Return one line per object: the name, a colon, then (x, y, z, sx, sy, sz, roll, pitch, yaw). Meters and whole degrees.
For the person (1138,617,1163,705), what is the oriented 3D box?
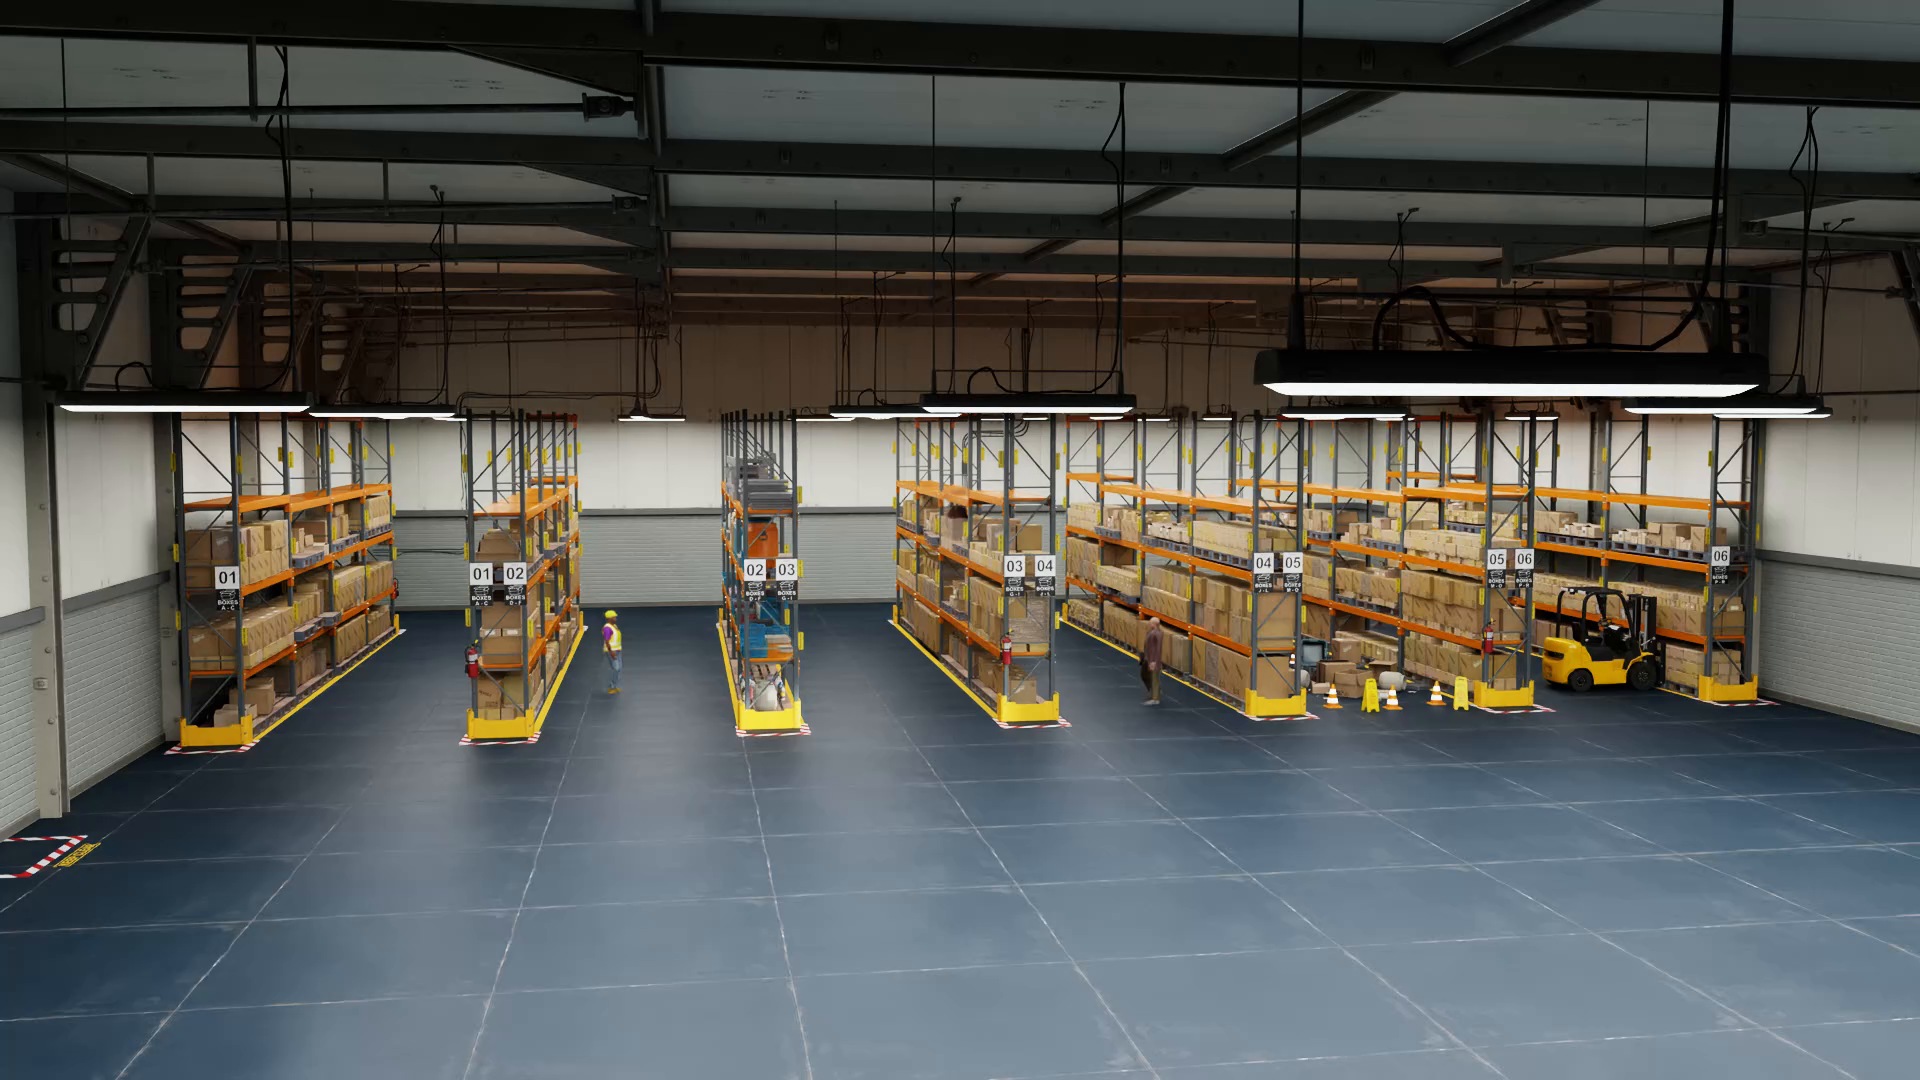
person: (3.921, 2.471, 34.015, 0.535, 1.767, 0.673, -2, 4, -21)

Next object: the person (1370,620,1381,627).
person: (11.767, 1.631, 47.078, 0.376, 1.652, 0.513, 1, 4, 9)

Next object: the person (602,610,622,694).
person: (-7.411, 2.406, 35.565, 0.457, 1.814, 0.600, 2, 4, 21)
